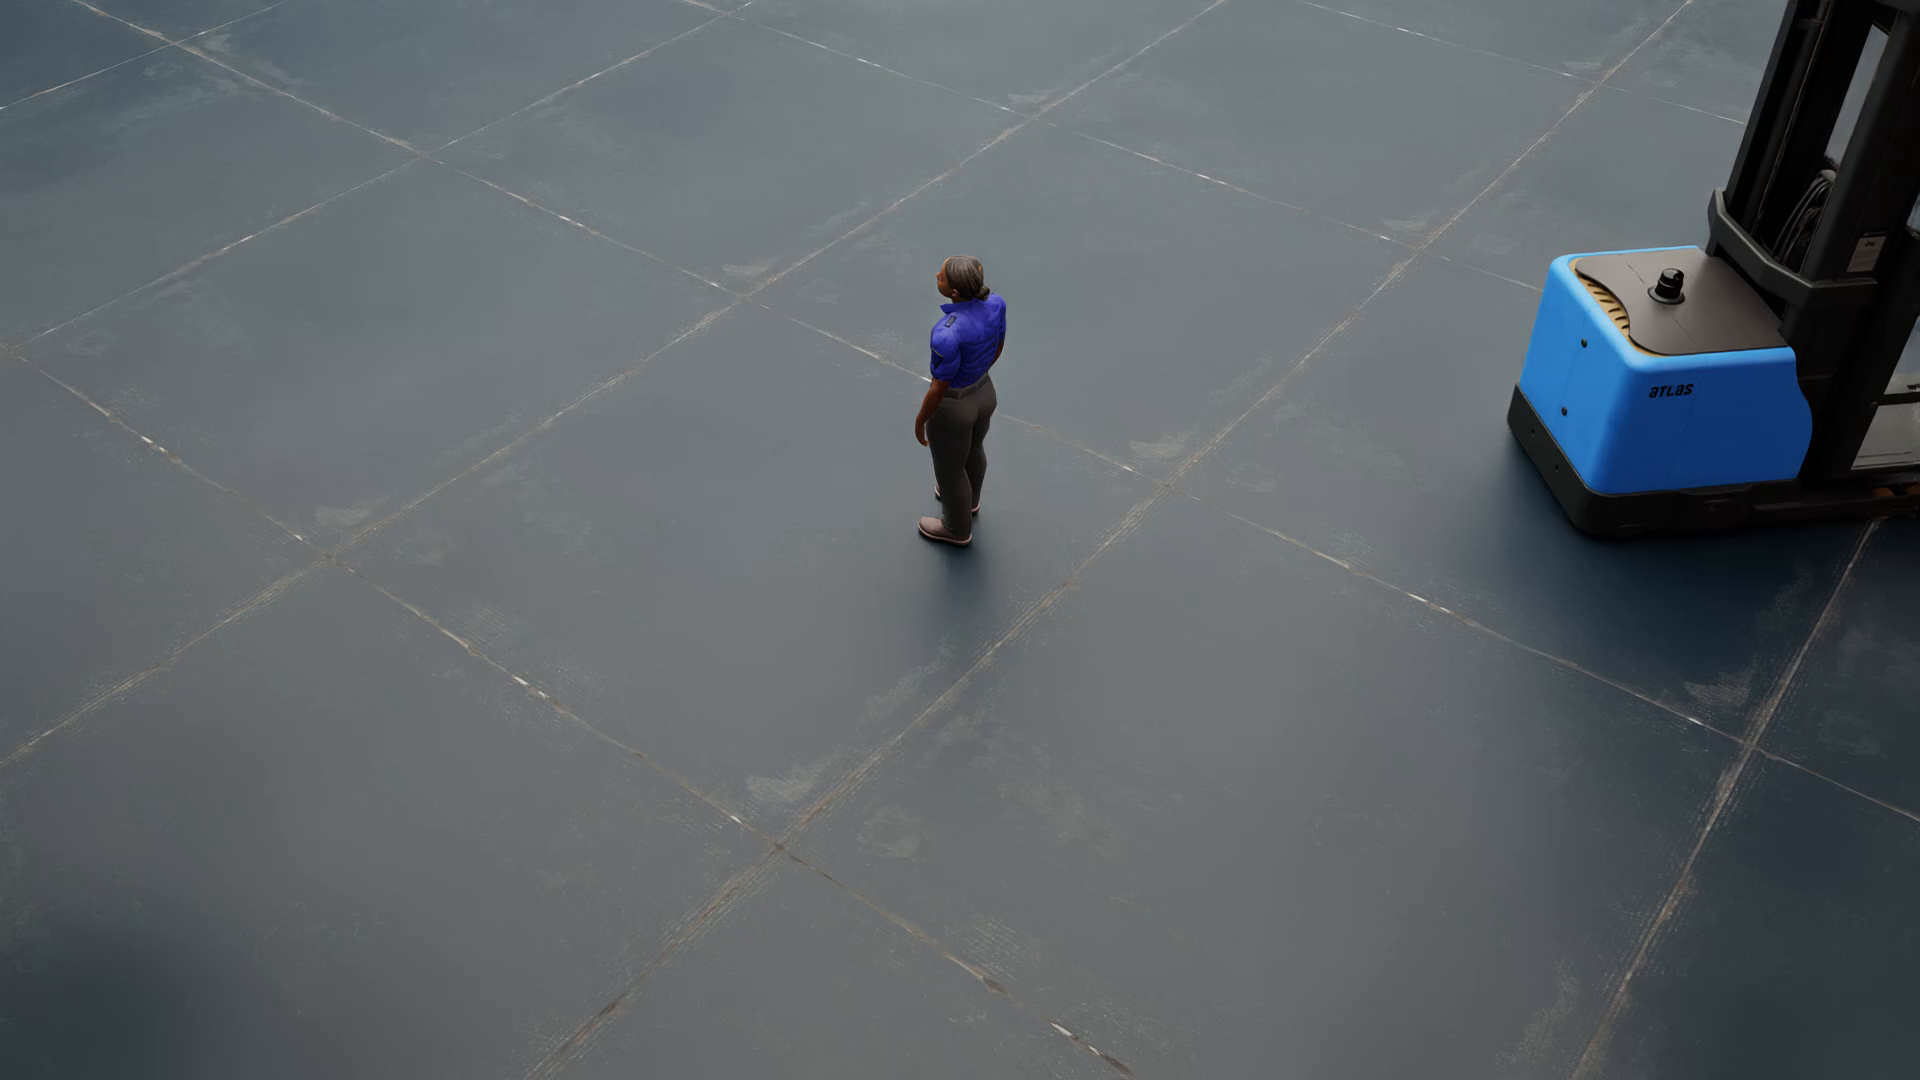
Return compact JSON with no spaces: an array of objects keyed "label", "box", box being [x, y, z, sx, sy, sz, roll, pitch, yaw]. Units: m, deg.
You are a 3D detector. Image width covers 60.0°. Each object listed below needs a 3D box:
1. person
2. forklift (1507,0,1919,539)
[{"label":"person","box":[-0.058,-0.680,7.844,0.503,1.656,0.570,26,47,28]},{"label":"forklift","box":[4.509,-1.552,7.895,3.031,2.935,1.130,-5,41,-6]}]
